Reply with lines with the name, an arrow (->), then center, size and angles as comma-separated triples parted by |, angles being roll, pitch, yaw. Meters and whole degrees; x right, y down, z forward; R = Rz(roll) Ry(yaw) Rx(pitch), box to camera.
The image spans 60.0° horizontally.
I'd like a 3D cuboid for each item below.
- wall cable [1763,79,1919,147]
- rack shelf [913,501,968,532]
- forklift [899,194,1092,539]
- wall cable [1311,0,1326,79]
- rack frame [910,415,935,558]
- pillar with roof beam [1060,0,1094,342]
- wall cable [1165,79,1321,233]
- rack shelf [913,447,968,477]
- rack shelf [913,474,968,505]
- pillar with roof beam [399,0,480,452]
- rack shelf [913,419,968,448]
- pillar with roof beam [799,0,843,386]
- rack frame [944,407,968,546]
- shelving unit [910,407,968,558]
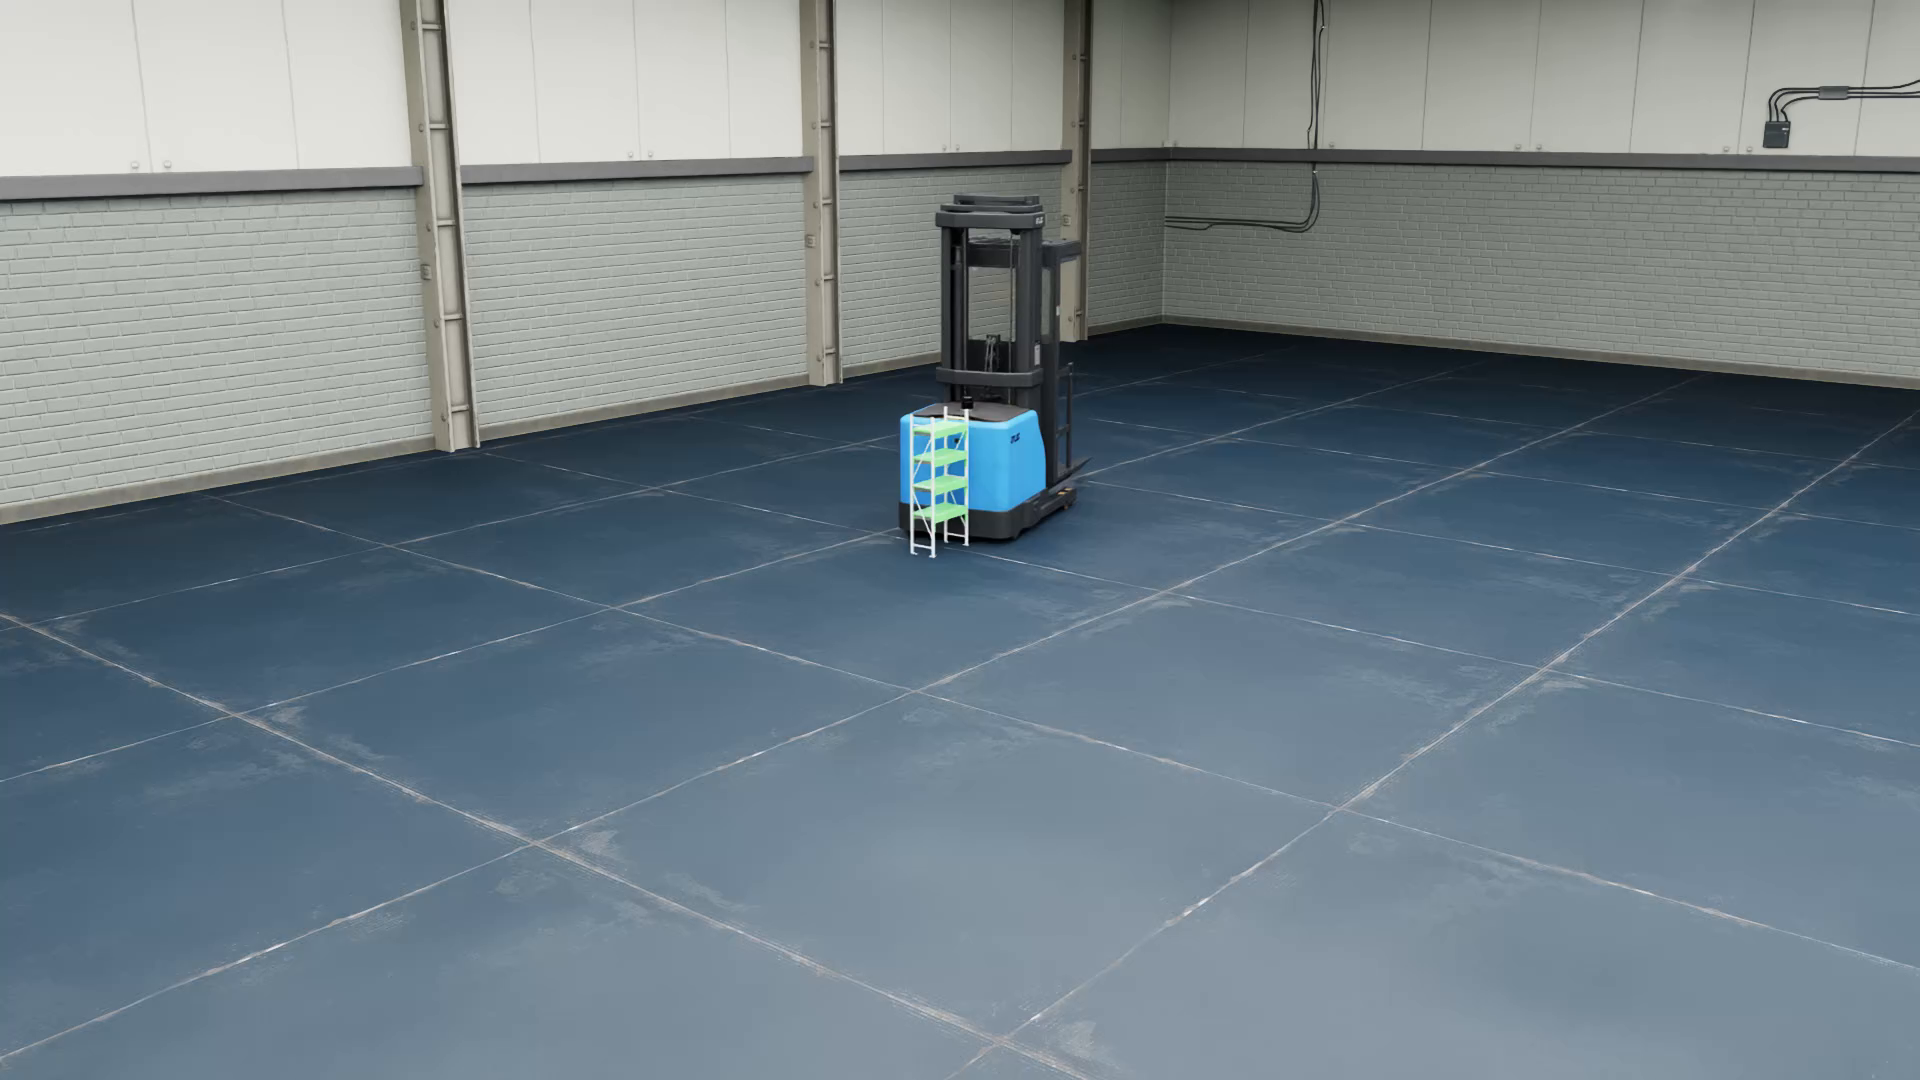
wall cable -> 12.144, -8.232, 21.843 | 2.305, 6.003, 0.169 | 11, 18, 38
rack shelf -> -0.175, -0.200, 14.209 | 0.258, 0.148, 0.480 | 10, 17, 34
forklift -> 0.478, -1.746, 15.543 | 1.130, 2.935, 3.031 | 6, 15, 21
wall cable -> 6.874, -8.580, 26.170 | 3.097, 2.526, 0.112 | 11, 18, 38
rack frame -> -0.316, -0.446, 13.941 | 0.240, 1.200, 0.015 | 10, 17, 34
pillar with roof beam -> 5.239, -7.030, 24.019 | 9.100, 9.000, 0.400 | 11, 18, 38
wall cable -> 4.770, -6.551, 28.439 | 3.097, 2.526, 0.112 | 11, 18, 38
rack shelf -> -0.175, -0.666, 14.091 | 0.258, 0.148, 0.480 | 10, 17, 34
rack shelf -> -0.175, -0.433, 14.150 | 0.258, 0.148, 0.480 | 10, 17, 34
pillar with roof beam -> -2.304, -4.732, 14.973 | 9.100, 9.000, 0.400 | 11, 18, 38
rack shelf -> -0.175, -0.898, 14.031 | 0.258, 0.148, 0.480 | 10, 17, 34
pillar with roof beam -> 1.468, -5.881, 19.496 | 9.100, 9.000, 0.400 | 11, 18, 38
rack frame -> -0.034, -0.544, 14.327 | 0.240, 1.200, 0.015 | 10, 17, 34
shelving unit -> -0.175, -0.495, 14.134 | 0.258, 1.200, 0.503 | 10, 17, 34
